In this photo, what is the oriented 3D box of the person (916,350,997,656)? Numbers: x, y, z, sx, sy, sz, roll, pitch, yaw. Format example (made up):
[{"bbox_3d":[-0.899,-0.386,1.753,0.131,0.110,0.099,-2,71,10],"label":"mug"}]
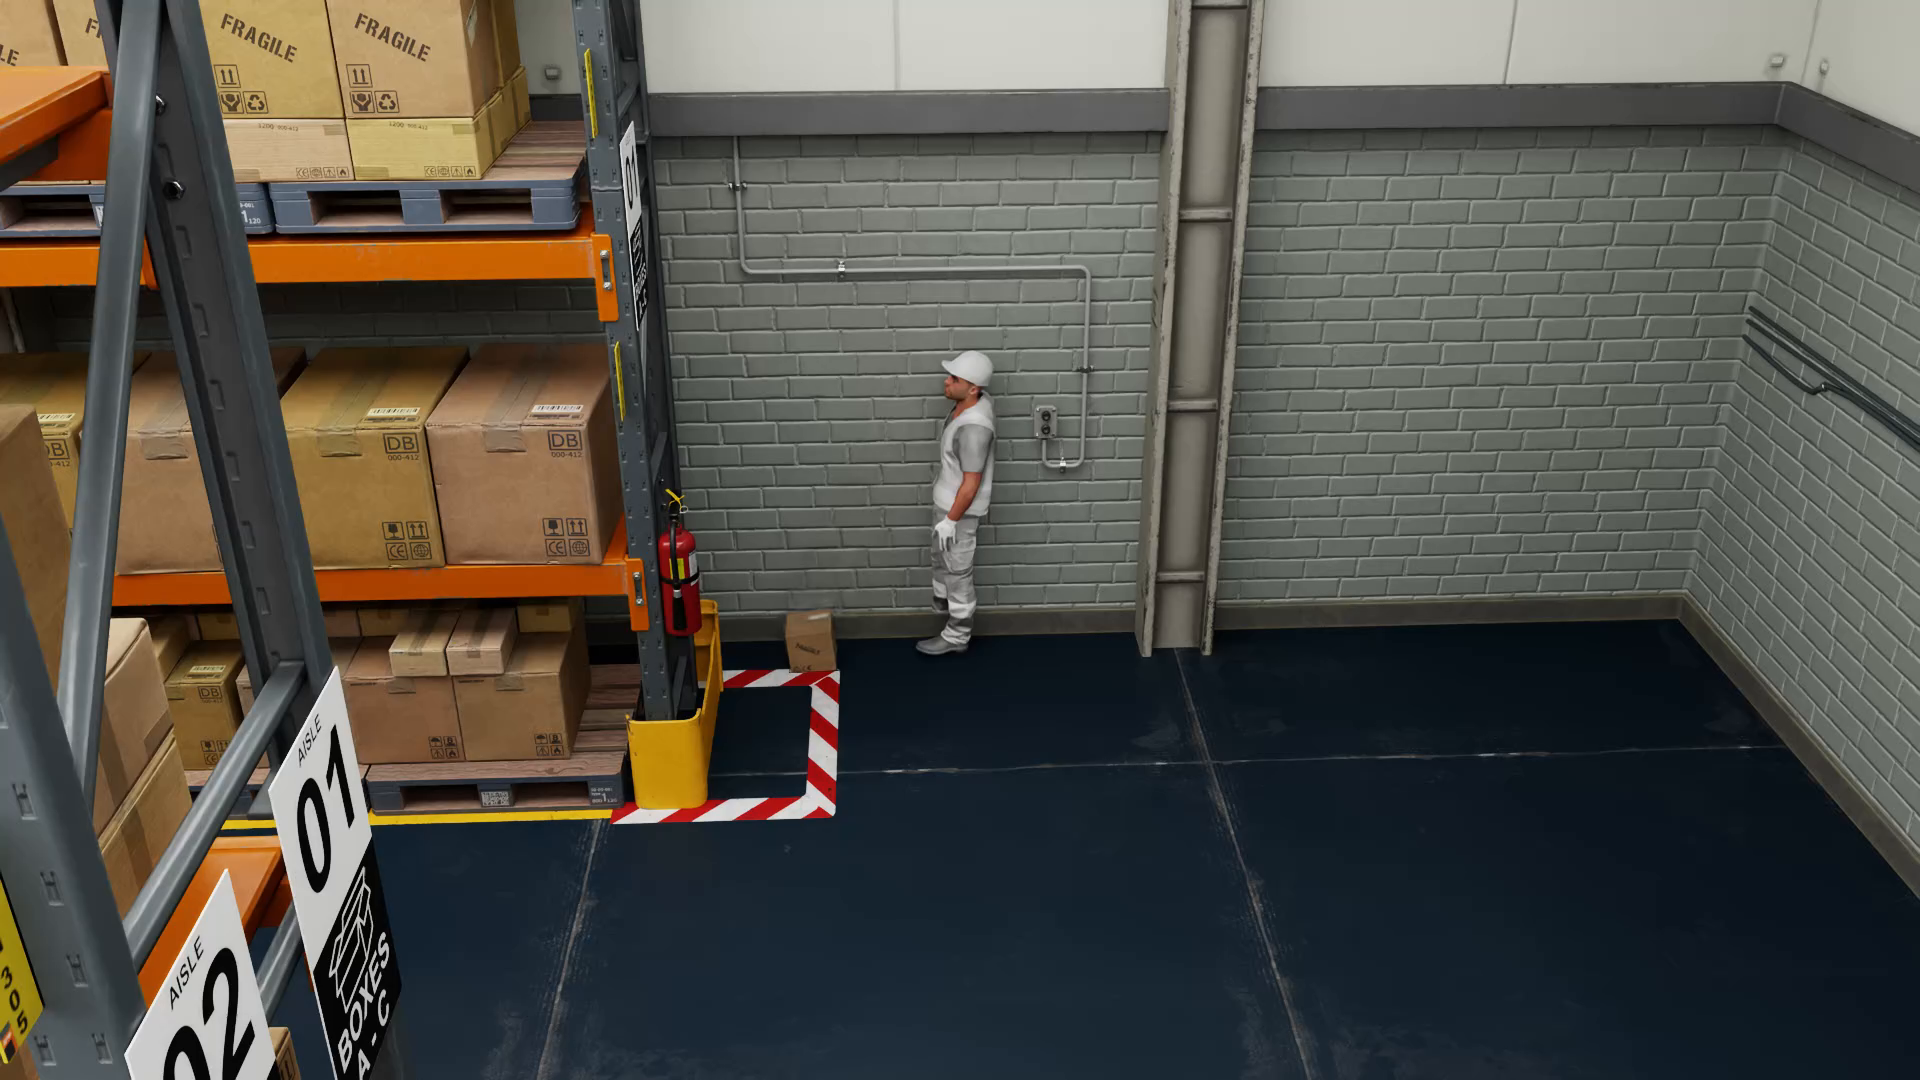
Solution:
[{"bbox_3d":[-0.086,-0.190,8.942,0.566,1.788,0.620,-1,27,-2],"label":"person"}]
